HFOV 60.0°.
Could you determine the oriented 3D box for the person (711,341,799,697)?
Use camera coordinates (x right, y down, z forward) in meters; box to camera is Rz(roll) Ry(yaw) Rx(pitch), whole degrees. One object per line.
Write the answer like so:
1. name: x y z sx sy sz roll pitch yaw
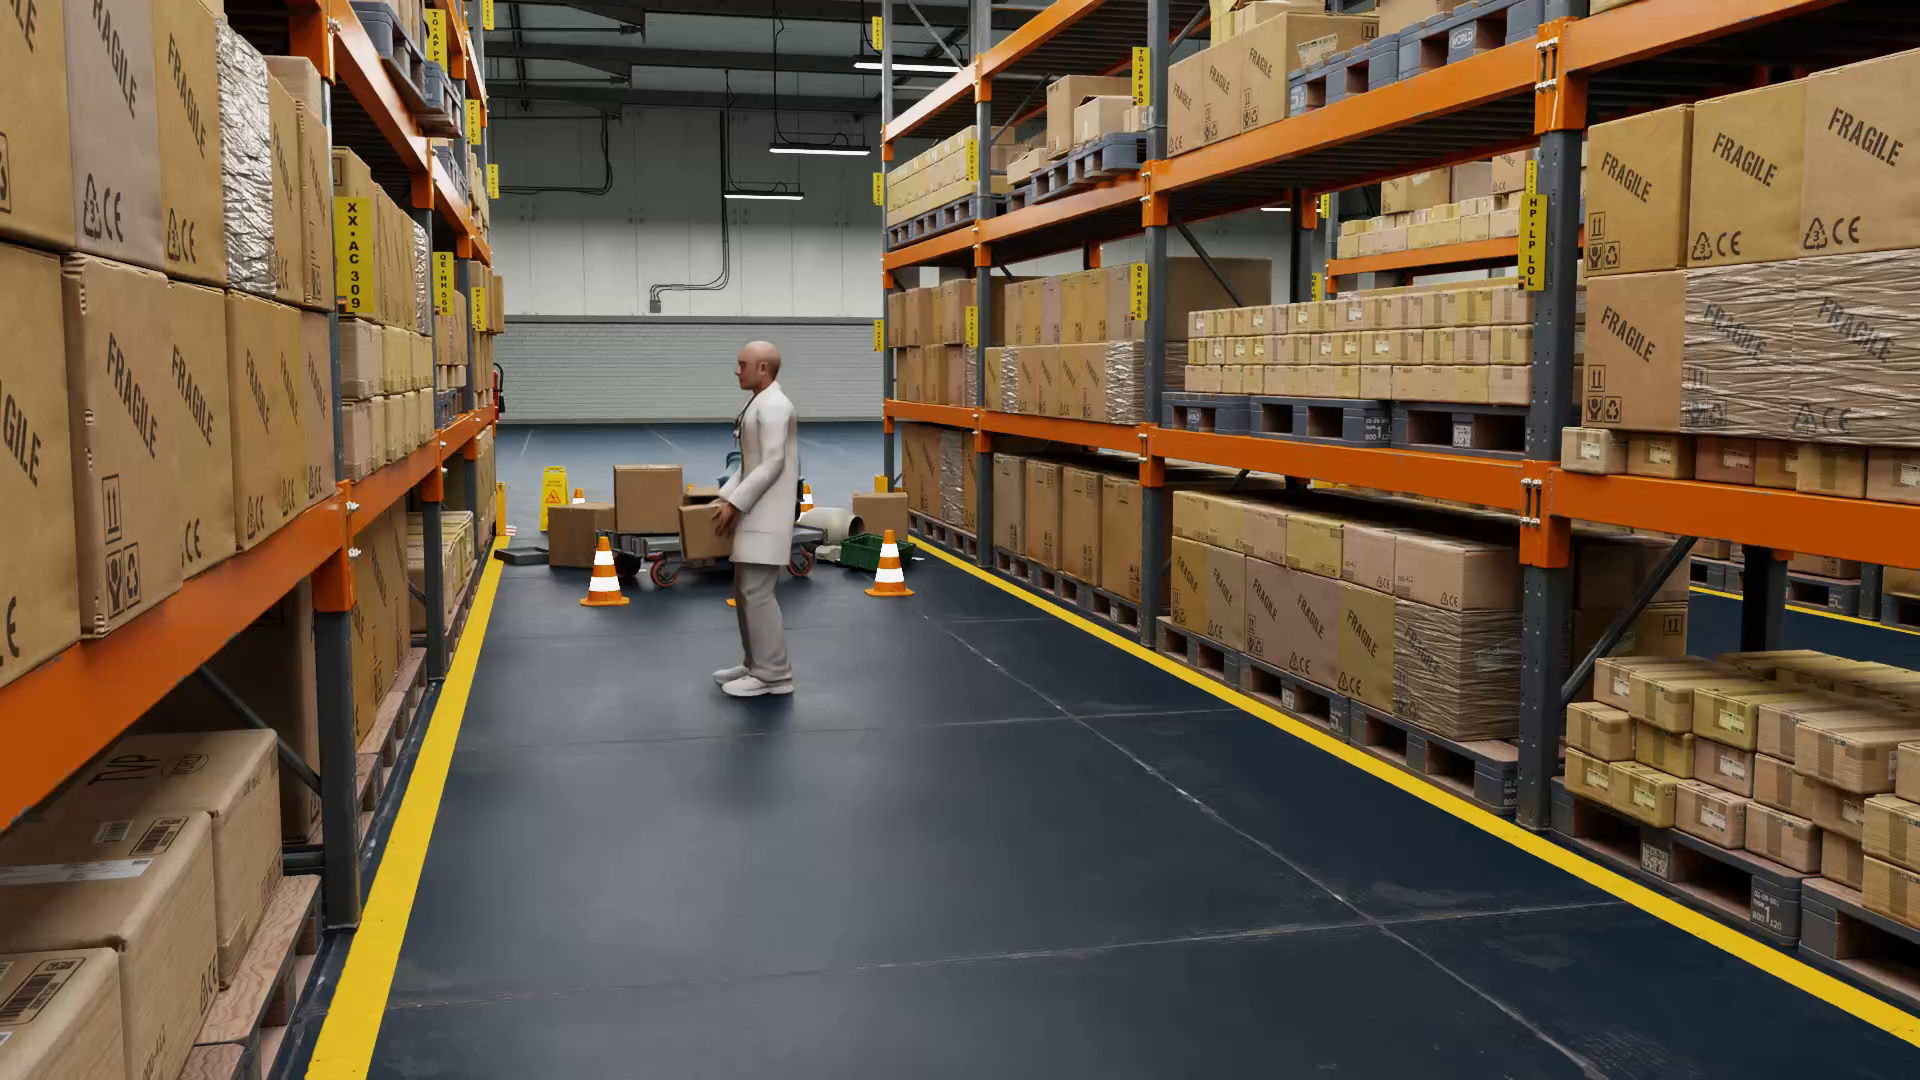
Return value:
1. person: -1.051 -0.114 8.434 0.455 1.782 0.577 -2 6 -15
